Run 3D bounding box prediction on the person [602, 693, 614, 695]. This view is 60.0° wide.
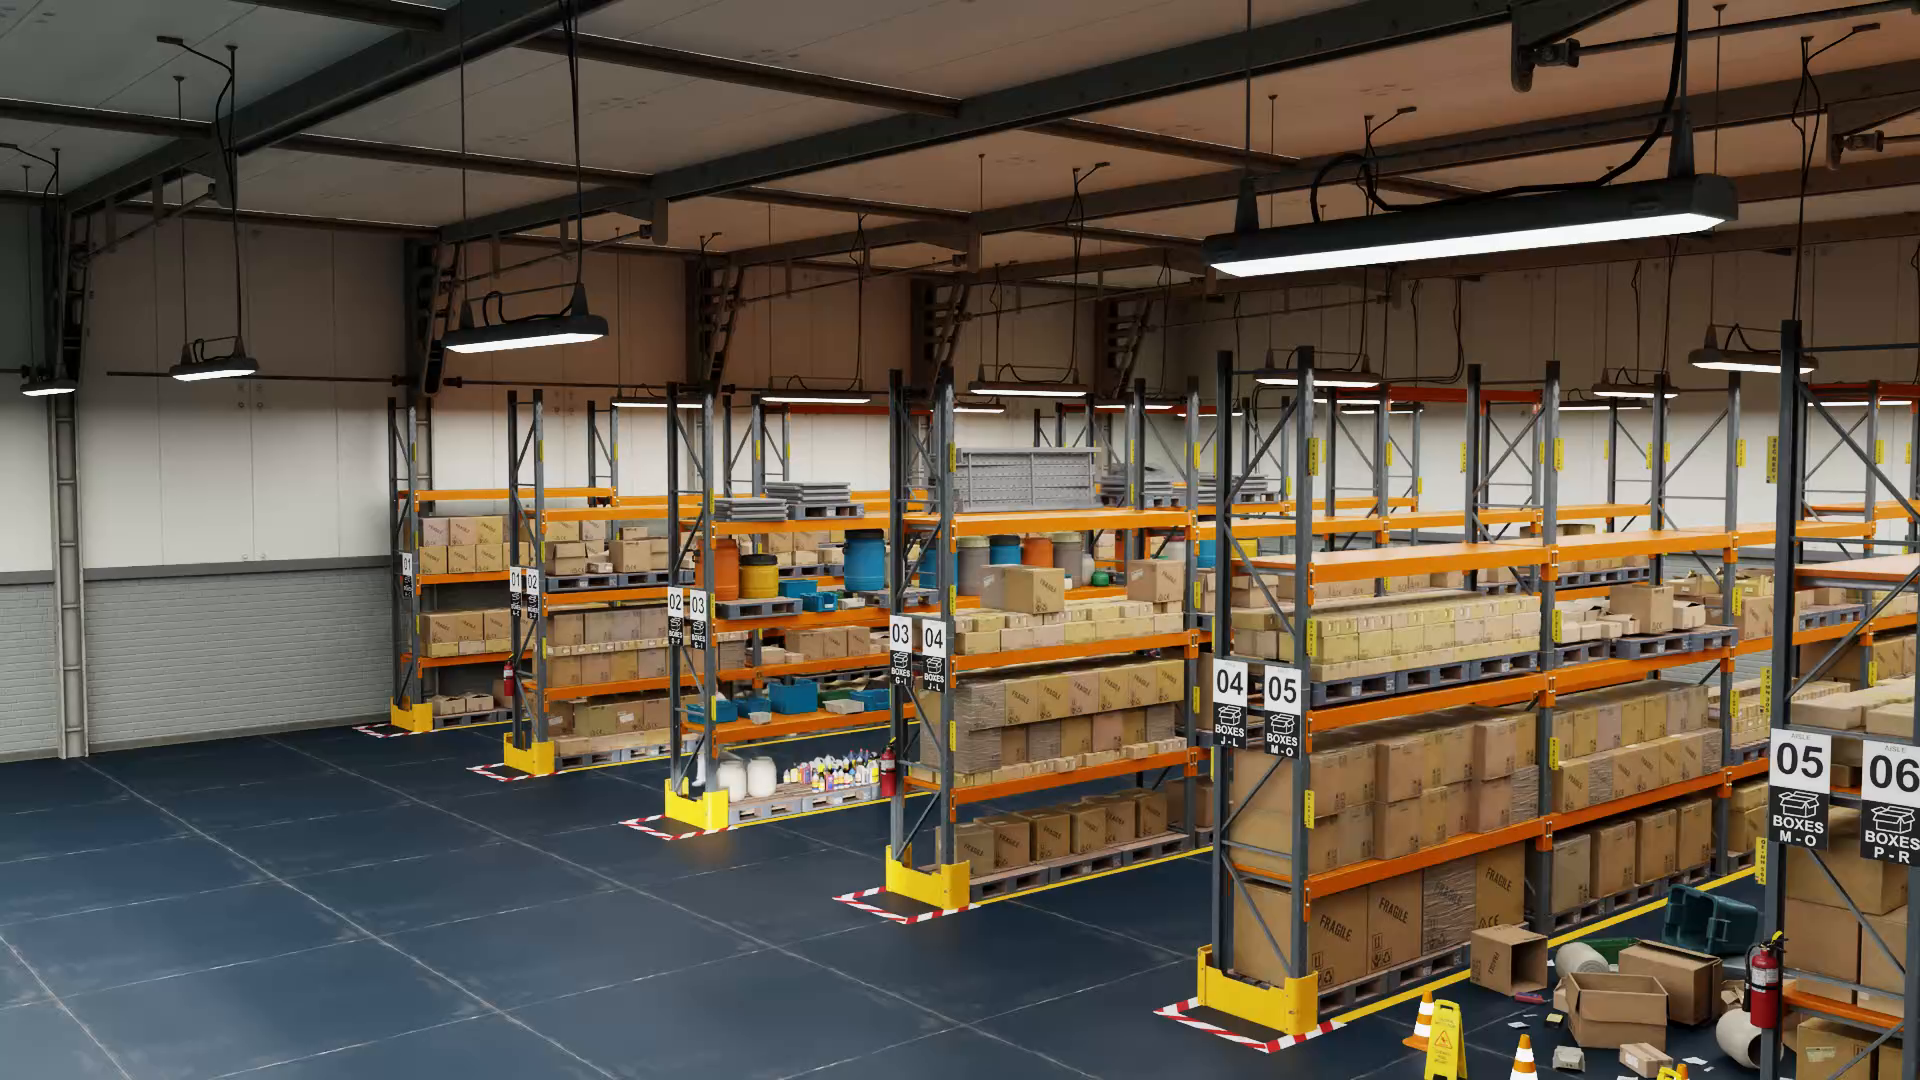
[{"bbox_3d":[-6.153,2.580,29.247,0.770,1.864,0.680,-3,4,-40],"label":"person"}]

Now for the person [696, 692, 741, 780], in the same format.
[{"bbox_3d":[-3.664,2.954,25.150,0.734,1.330,0.549,-3,5,-45],"label":"person"}]
